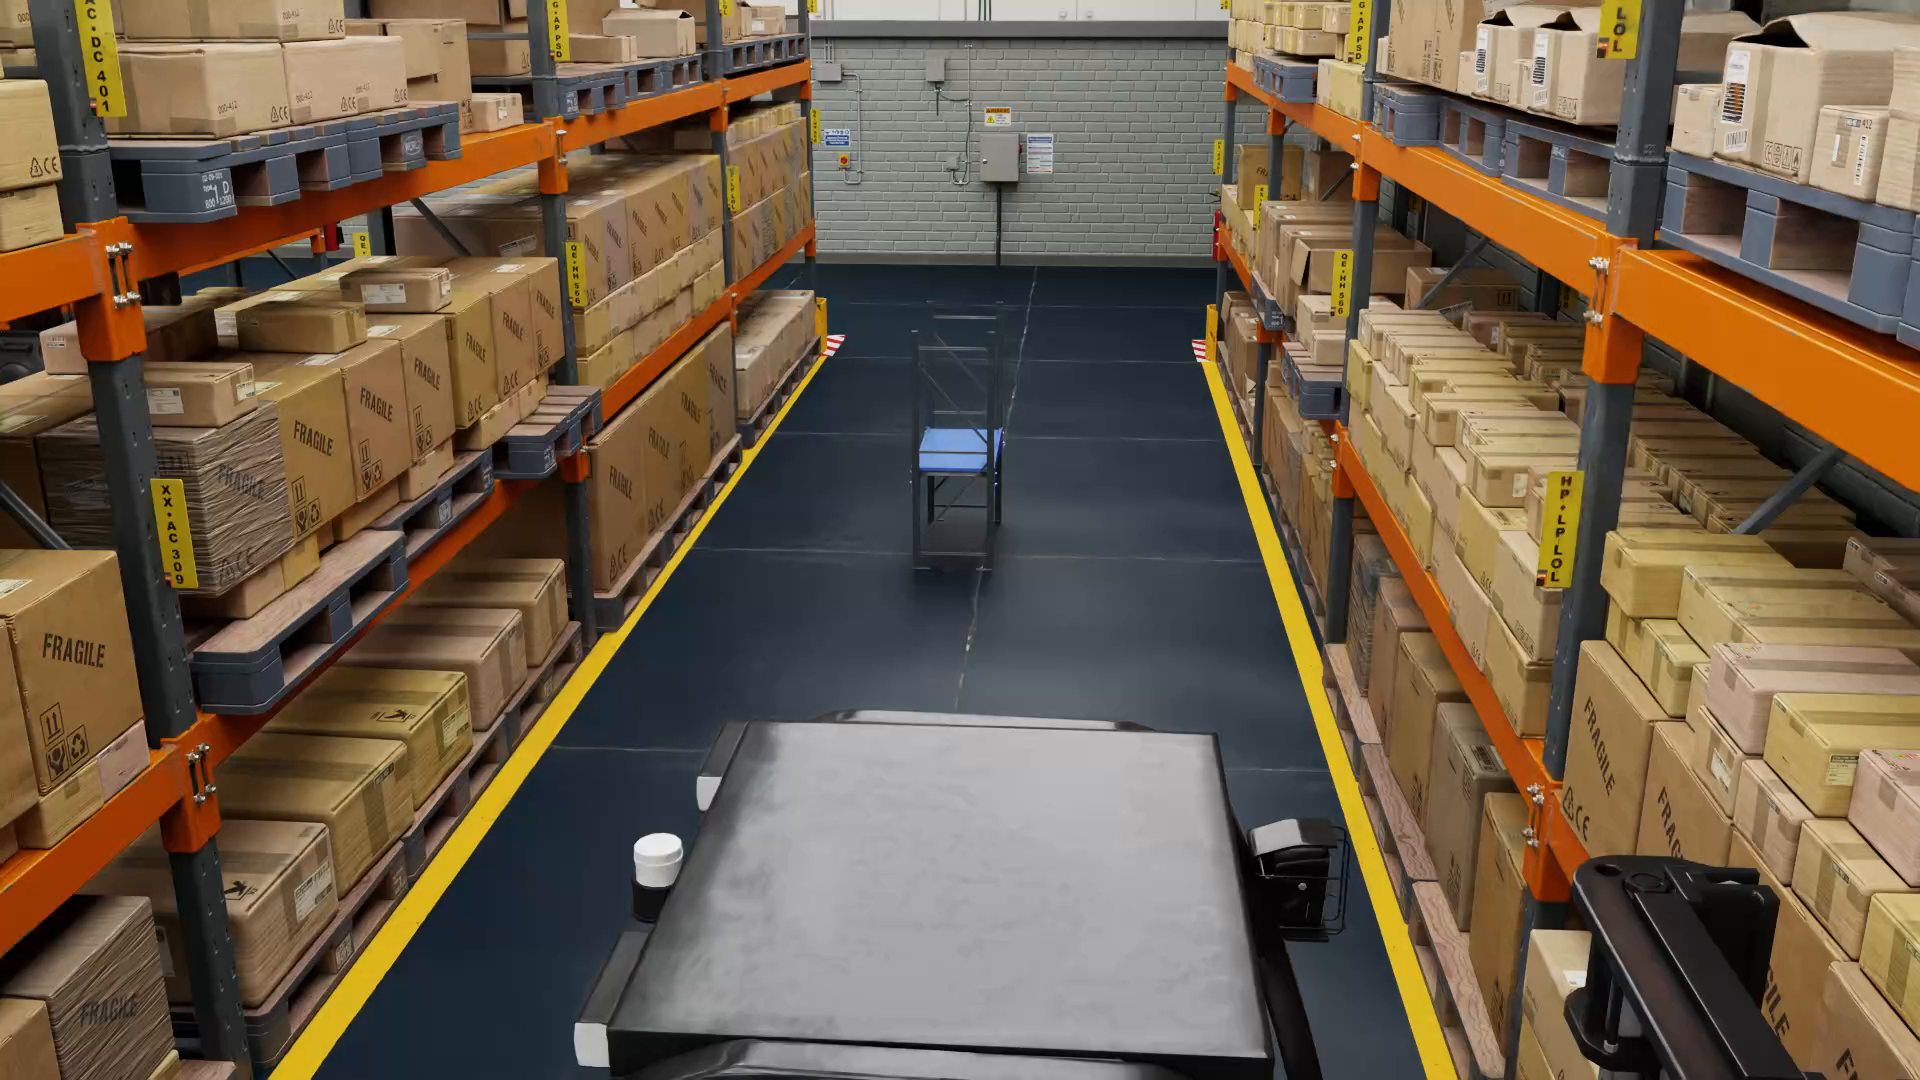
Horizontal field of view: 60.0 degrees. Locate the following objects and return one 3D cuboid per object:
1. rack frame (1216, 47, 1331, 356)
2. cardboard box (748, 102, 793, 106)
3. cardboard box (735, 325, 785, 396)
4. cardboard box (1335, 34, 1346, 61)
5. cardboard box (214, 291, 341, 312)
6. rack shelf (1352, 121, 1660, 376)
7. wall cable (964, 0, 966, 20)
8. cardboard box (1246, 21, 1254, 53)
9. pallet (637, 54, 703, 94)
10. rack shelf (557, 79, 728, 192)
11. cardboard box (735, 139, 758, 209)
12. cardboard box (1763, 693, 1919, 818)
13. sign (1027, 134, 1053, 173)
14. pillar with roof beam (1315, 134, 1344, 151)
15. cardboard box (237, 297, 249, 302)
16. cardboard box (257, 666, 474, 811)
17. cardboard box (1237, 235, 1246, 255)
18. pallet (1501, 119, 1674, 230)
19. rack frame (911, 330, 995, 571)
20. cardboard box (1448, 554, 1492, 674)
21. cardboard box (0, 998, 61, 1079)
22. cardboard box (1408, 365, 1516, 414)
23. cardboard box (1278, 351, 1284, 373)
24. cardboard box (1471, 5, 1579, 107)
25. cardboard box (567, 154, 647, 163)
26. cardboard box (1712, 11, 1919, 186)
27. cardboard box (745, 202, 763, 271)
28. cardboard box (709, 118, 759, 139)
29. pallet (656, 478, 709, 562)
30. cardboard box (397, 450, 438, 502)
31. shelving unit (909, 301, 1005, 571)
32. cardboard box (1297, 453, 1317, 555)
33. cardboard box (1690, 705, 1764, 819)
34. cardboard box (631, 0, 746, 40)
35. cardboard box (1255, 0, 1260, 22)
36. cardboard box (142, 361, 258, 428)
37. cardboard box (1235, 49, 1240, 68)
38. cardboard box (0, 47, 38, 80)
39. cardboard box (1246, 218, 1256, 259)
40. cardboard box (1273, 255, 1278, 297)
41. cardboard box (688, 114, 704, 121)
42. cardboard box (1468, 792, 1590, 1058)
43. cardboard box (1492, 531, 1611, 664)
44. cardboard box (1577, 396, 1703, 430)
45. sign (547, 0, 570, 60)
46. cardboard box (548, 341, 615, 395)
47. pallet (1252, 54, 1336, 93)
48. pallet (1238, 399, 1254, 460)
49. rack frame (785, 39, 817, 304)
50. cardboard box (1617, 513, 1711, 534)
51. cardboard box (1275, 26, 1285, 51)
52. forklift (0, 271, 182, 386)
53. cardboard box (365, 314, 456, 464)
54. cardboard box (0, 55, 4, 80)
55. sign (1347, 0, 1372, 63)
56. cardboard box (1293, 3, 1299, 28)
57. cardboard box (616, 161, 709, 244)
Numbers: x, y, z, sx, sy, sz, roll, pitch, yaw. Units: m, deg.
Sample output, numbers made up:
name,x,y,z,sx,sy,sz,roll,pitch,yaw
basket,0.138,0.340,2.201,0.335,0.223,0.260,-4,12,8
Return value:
name,x,y,z,sx,sy,sz,roll,pitch,yaw
rack frame,3.013,-3.233,15.972,1.000,3.000,0.127,1,18,4
cardboard box,-1.758,-3.978,15.438,0.380,0.149,0.250,2,18,5
cardboard box,-2.009,-1.553,14.285,0.875,0.438,0.875,1,18,2
cardboard box,2.343,-2.806,9.454,0.380,0.149,0.250,2,18,6
cardboard box,-2.836,-0.785,7.188,0.500,0.500,0.500,2,18,5
rack shelf,2.296,-1.211,6.139,1.077,0.370,4.000,1,18,4
wall cable,-1.061,-7.949,20.729,2.355,3.000,0.029,1,18,4
cardboard box,2.630,-4.118,13.621,0.500,0.250,0.500,1,18,3
pallet,-2.241,-3.149,11.206,0.805,0.209,1.217,1,18,2
rack shelf,-2.368,-2.563,10.265,1.077,0.370,4.000,1,18,4
cardboard box,-1.906,-2.922,13.257,0.500,0.500,0.500,1,18,3
cardboard box,1.784,0.411,3.172,0.380,0.149,0.250,1,18,3
sign,1.035,-5.010,21.549,0.329,0.494,0.001,1,18,4
pillar with roof beam,-0.188,-6.997,17.825,9.100,9.000,0.400,1,18,4
cardboard box,-6.635,-2.219,15.827,0.380,0.149,0.250,1,18,3
cardboard box,-2.667,0.831,7.114,0.950,0.372,0.625,2,18,6
cardboard box,2.576,-2.536,14.250,0.380,0.149,0.250,2,18,5
pallet,2.203,-1.115,4.998,0.805,0.209,1.217,1,18,2
rack frame,-0.043,-0.528,10.127,0.500,1.500,0.032,1,18,4
cardboard box,1.959,0.247,5.594,0.500,0.250,0.500,1,18,4
cardboard box,-2.608,1.483,4.117,0.500,0.500,0.500,2,18,5
cardboard box,2.041,-0.610,6.767,0.380,0.149,0.250,2,18,5
cardboard box,2.465,-1.265,11.786,0.380,0.149,0.250,0,18,1
cardboard box,2.017,-1.605,5.494,0.500,0.311,0.500,1,18,2
cardboard box,-2.543,-2.493,11.947,0.500,0.500,0.500,1,18,5
cardboard box,1.850,-0.883,3.292,0.500,0.311,0.500,2,18,5
cardboard box,-1.890,-2.444,13.403,0.500,0.500,0.500,1,18,4
cardboard box,-1.838,-3.341,13.495,0.380,0.149,0.250,1,18,2
pallet,-2.290,-0.154,11.053,1.003,0.211,1.213,1,18,4
cardboard box,-2.322,-0.265,6.642,0.380,0.149,0.250,2,18,6
shelving unit,-0.006,-0.686,10.609,0.538,1.500,1.048,1,18,4
cardboard box,2.337,-0.214,10.098,0.500,0.500,0.500,2,18,6
cardboard box,1.768,0.468,3.474,0.380,0.149,0.250,2,18,5
cardboard box,-2.160,-4.241,13.232,0.797,0.503,0.637,3,18,8
cardboard box,2.595,-4.201,13.069,0.500,0.250,0.500,2,18,5
cardboard box,-2.412,-0.450,5.126,0.380,0.149,0.250,1,18,4
cardboard box,2.610,-4.209,14.536,0.380,0.149,0.250,2,18,5
cardboard box,-2.901,-1.354,4.987,0.500,0.250,0.500,1,18,3
cardboard box,2.541,-2.380,13.133,0.500,0.250,0.500,1,18,4
cardboard box,2.244,-1.703,10.845,0.396,0.266,0.258,2,18,7
cardboard box,-2.363,-3.506,13.998,0.380,0.149,0.250,1,18,4
cardboard box,2.179,1.261,5.398,0.875,0.625,0.625,2,18,6
cardboard box,1.933,0.170,5.026,0.500,0.250,0.500,1,18,3
cardboard box,2.548,-0.439,6.242,0.380,0.149,0.250,1,18,4
sign,-1.970,-2.516,8.137,0.100,0.325,0.005,1,18,4
cardboard box,-2.225,-0.933,9.194,0.500,0.250,0.500,1,18,3
pallet,2.610,-3.126,11.129,1.213,0.211,1.003,1,18,4
pallet,2.777,-0.879,13.266,1.003,0.211,1.213,1,18,4
rack frame,-1.938,-3.343,16.307,1.000,3.000,0.127,1,18,4
cardboard box,1.956,0.027,4.820,0.380,0.149,0.250,2,18,6
cardboard box,2.232,-3.223,10.692,0.380,0.149,0.250,2,18,5
forklift,-4.959,-0.923,9.031,1.130,2.935,3.031,2,18,5
cardboard box,-2.368,-0.612,6.660,0.500,0.500,0.500,1,18,2
cardboard box,-2.603,-1.197,4.065,0.380,0.149,0.250,2,18,5
sign,1.899,-2.432,7.881,0.100,0.325,0.005,1,18,4
cardboard box,2.244,-3.200,10.146,0.380,0.149,0.250,1,18,4
cardboard box,-2.036,-2.318,11.412,0.500,0.500,0.500,2,18,5
